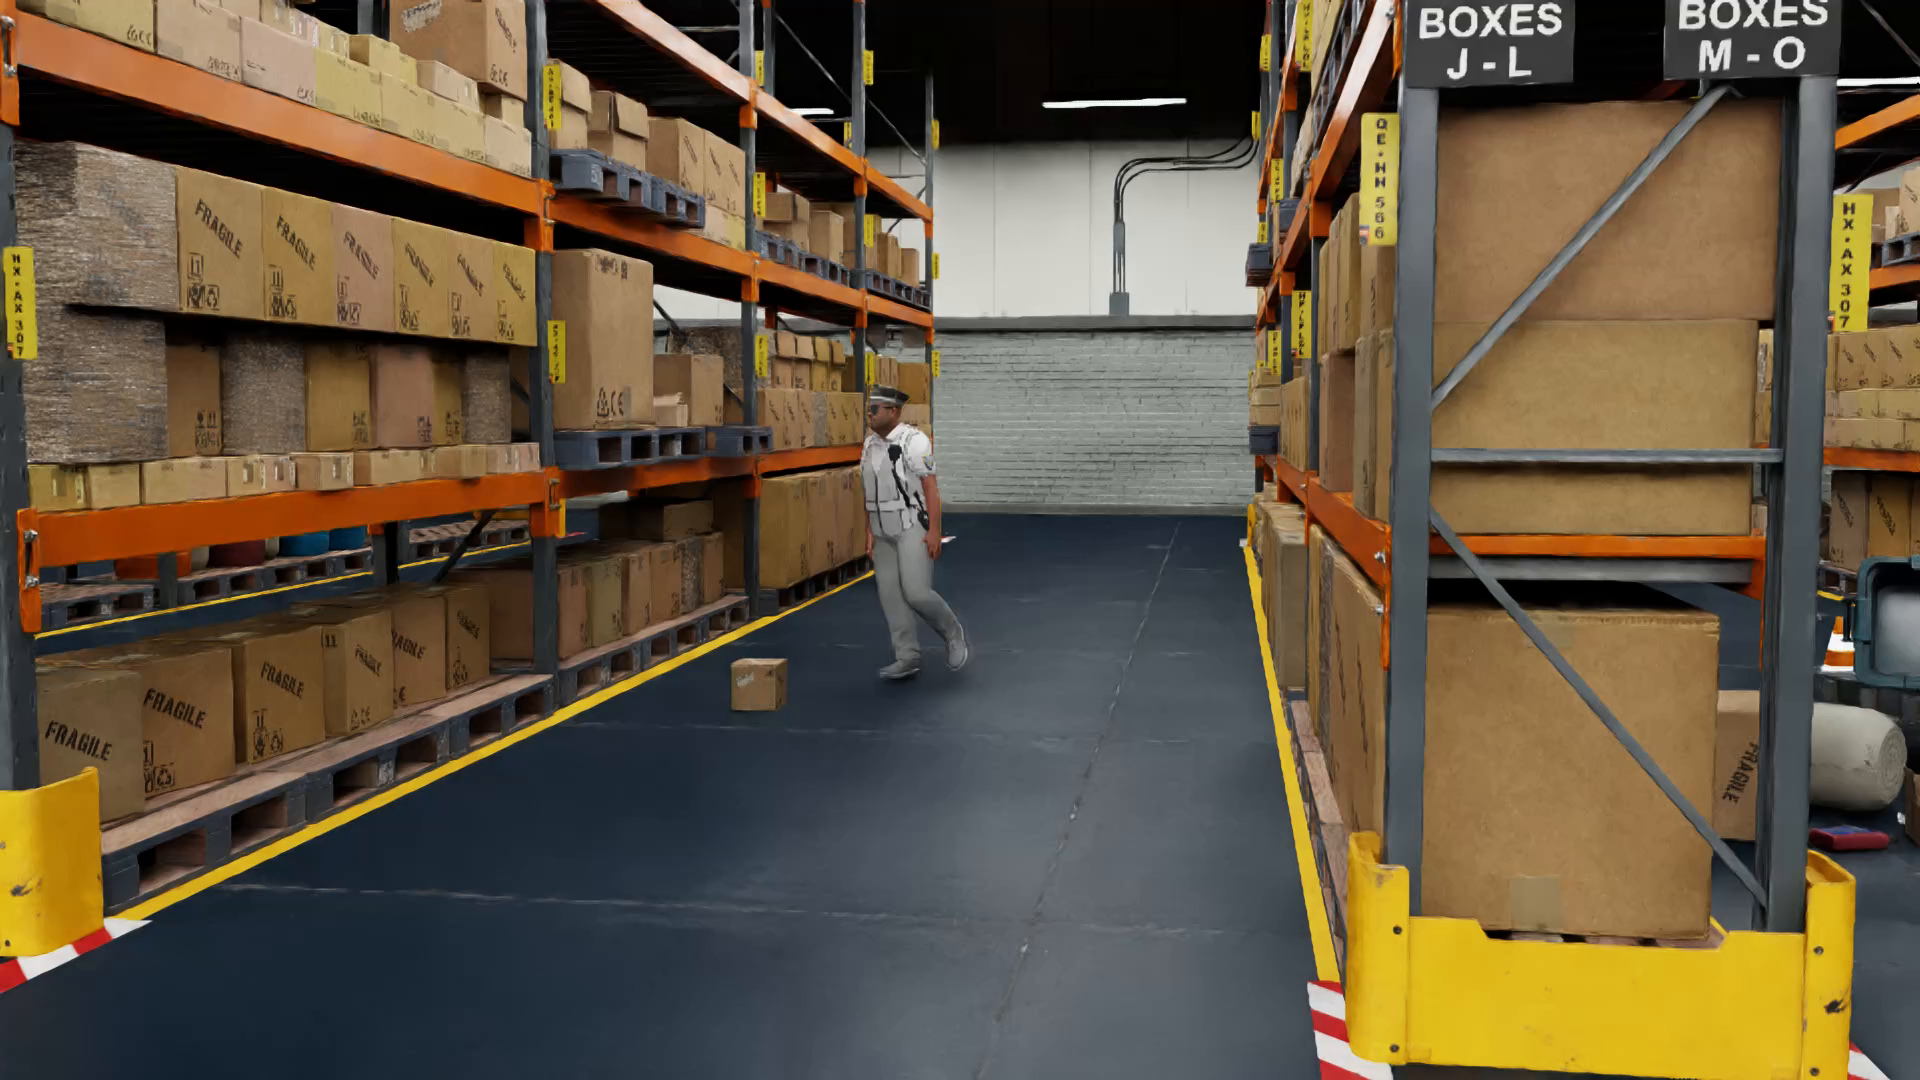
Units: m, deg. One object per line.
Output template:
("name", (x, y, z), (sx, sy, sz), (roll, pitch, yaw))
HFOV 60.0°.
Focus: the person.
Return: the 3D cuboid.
("person", (-0.305, -0.061, 10.040), (0.597, 1.755, 0.562), (4, 6, 42))
